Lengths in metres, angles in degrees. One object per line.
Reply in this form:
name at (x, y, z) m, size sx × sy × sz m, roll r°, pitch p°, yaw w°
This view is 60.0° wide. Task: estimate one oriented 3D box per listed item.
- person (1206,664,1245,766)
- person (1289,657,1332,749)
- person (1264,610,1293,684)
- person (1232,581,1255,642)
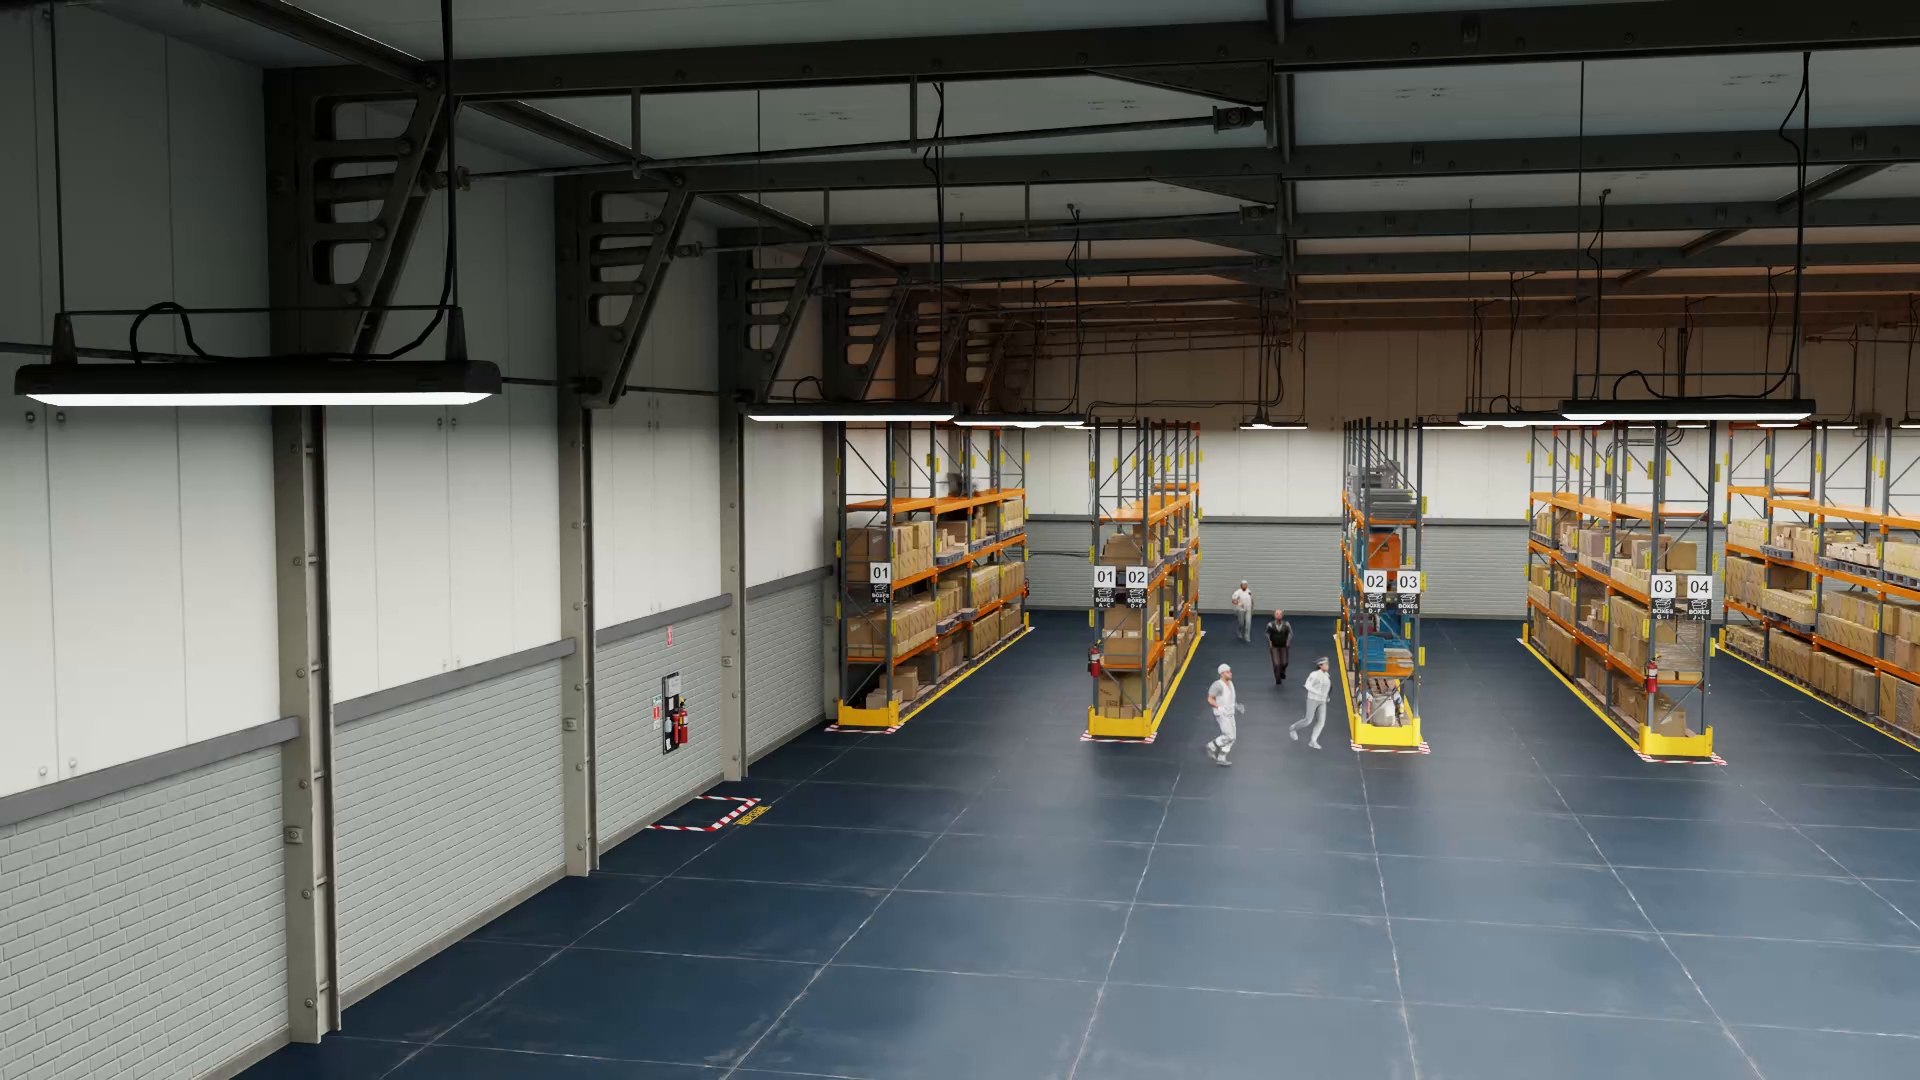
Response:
person at (4.539, 2.999, 28.536) m, size 0.583 × 1.740 × 0.635 m, roll 3°, pitch 5°, yaw 39°
person at (6.516, 2.941, 30.424) m, size 0.644 × 1.643 × 0.827 m, roll -2°, pitch 4°, yaw -31°
person at (7.236, 2.433, 37.745) m, size 0.643 × 1.676 × 0.552 m, roll 0°, pitch 4°, yaw 7°
person at (7.790, 1.954, 45.702) m, size 0.656 × 1.685 × 0.758 m, roll -1°, pitch 4°, yaw -13°
